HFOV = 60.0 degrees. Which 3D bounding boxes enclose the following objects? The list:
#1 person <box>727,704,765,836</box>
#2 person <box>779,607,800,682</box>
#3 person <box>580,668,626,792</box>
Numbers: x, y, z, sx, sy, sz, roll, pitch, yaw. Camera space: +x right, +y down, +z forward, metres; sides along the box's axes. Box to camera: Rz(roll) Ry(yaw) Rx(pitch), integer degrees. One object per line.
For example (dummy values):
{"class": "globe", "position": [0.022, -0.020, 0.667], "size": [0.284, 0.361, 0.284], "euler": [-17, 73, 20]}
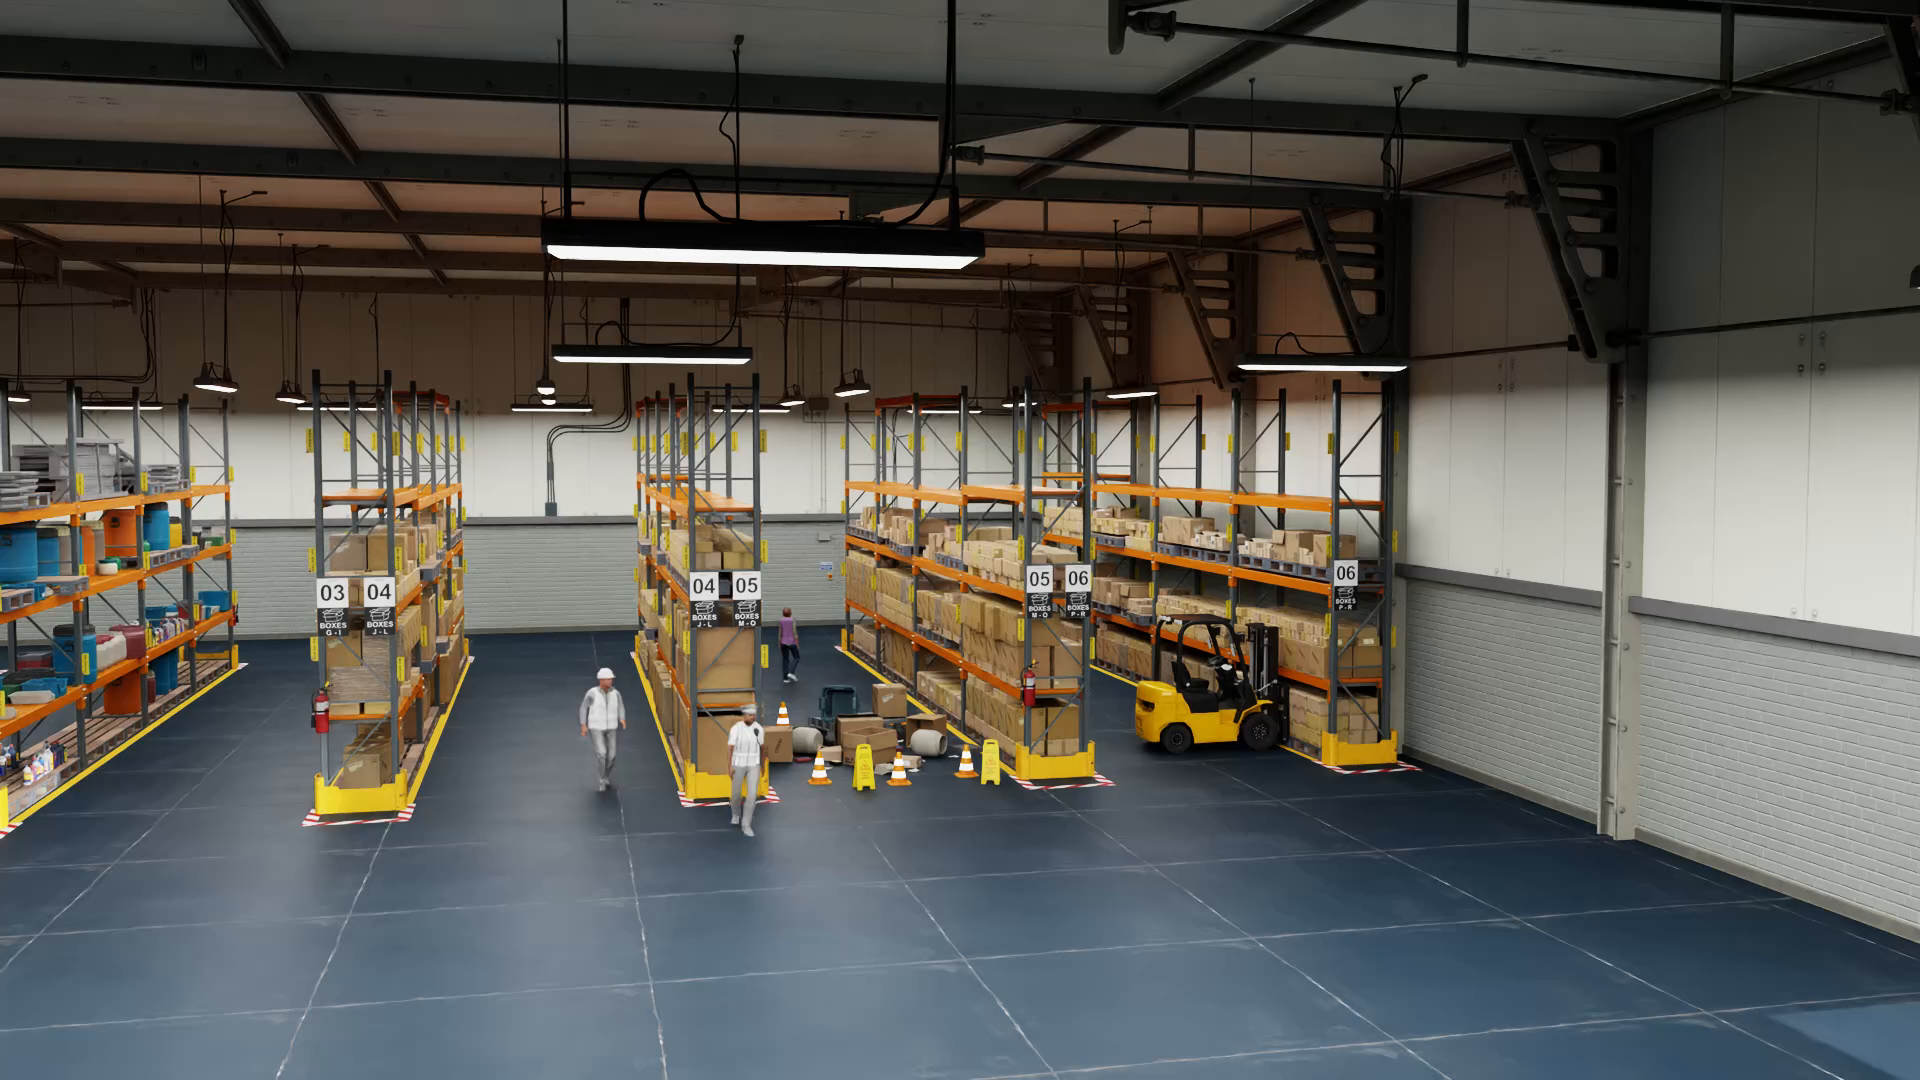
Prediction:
{"class": "person", "position": [-2.765, 2.950, 21.542], "size": [0.535, 1.683, 0.739], "euler": [-1, 3, -19]}
{"class": "person", "position": [-3.605, 2.197, 34.806], "size": [0.455, 1.598, 0.437], "euler": [1, 3, 19]}
{"class": "person", "position": [-5.173, 2.779, 24.229], "size": [0.624, 1.822, 0.650], "euler": [-2, 4, -34]}
